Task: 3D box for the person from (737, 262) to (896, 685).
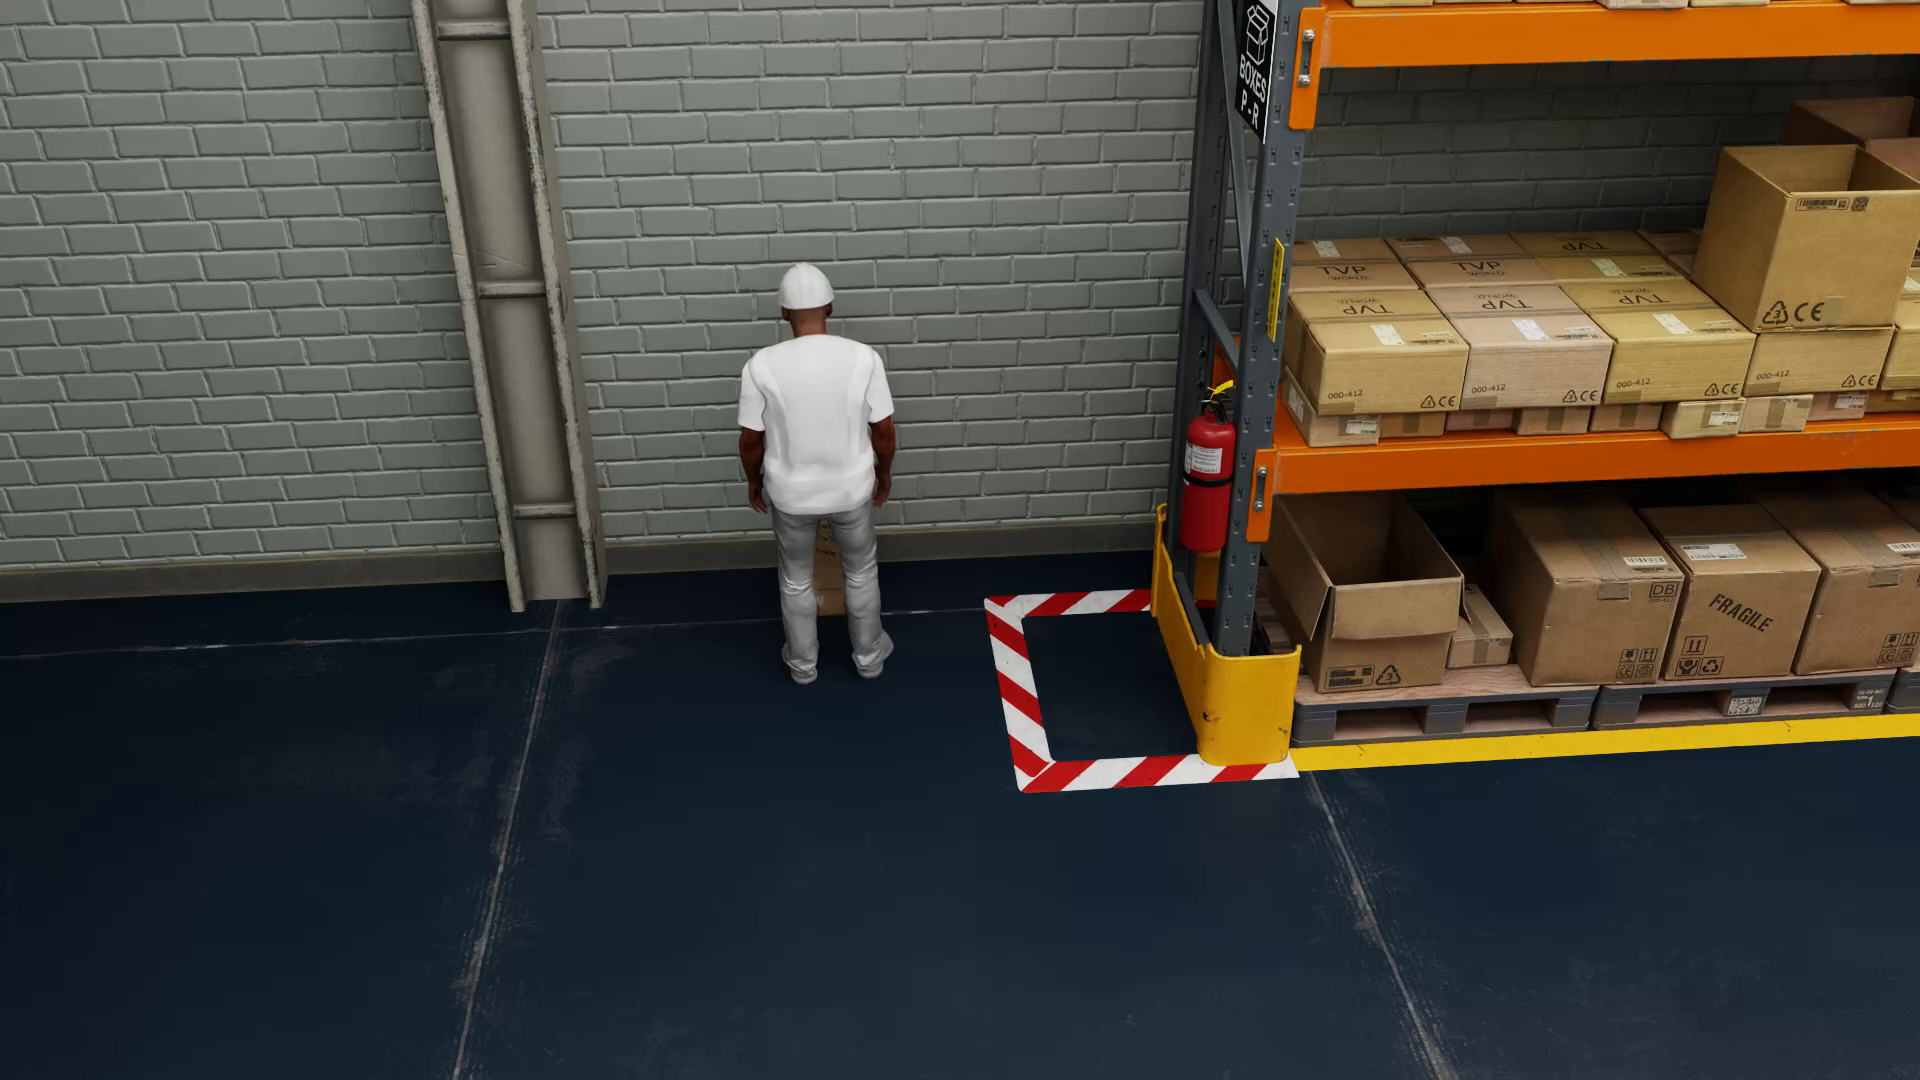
[{"bbox_3d":[-0.547,-0.224,6.486,0.601,1.763,0.443,-4,31,-6],"label":"person"}]
